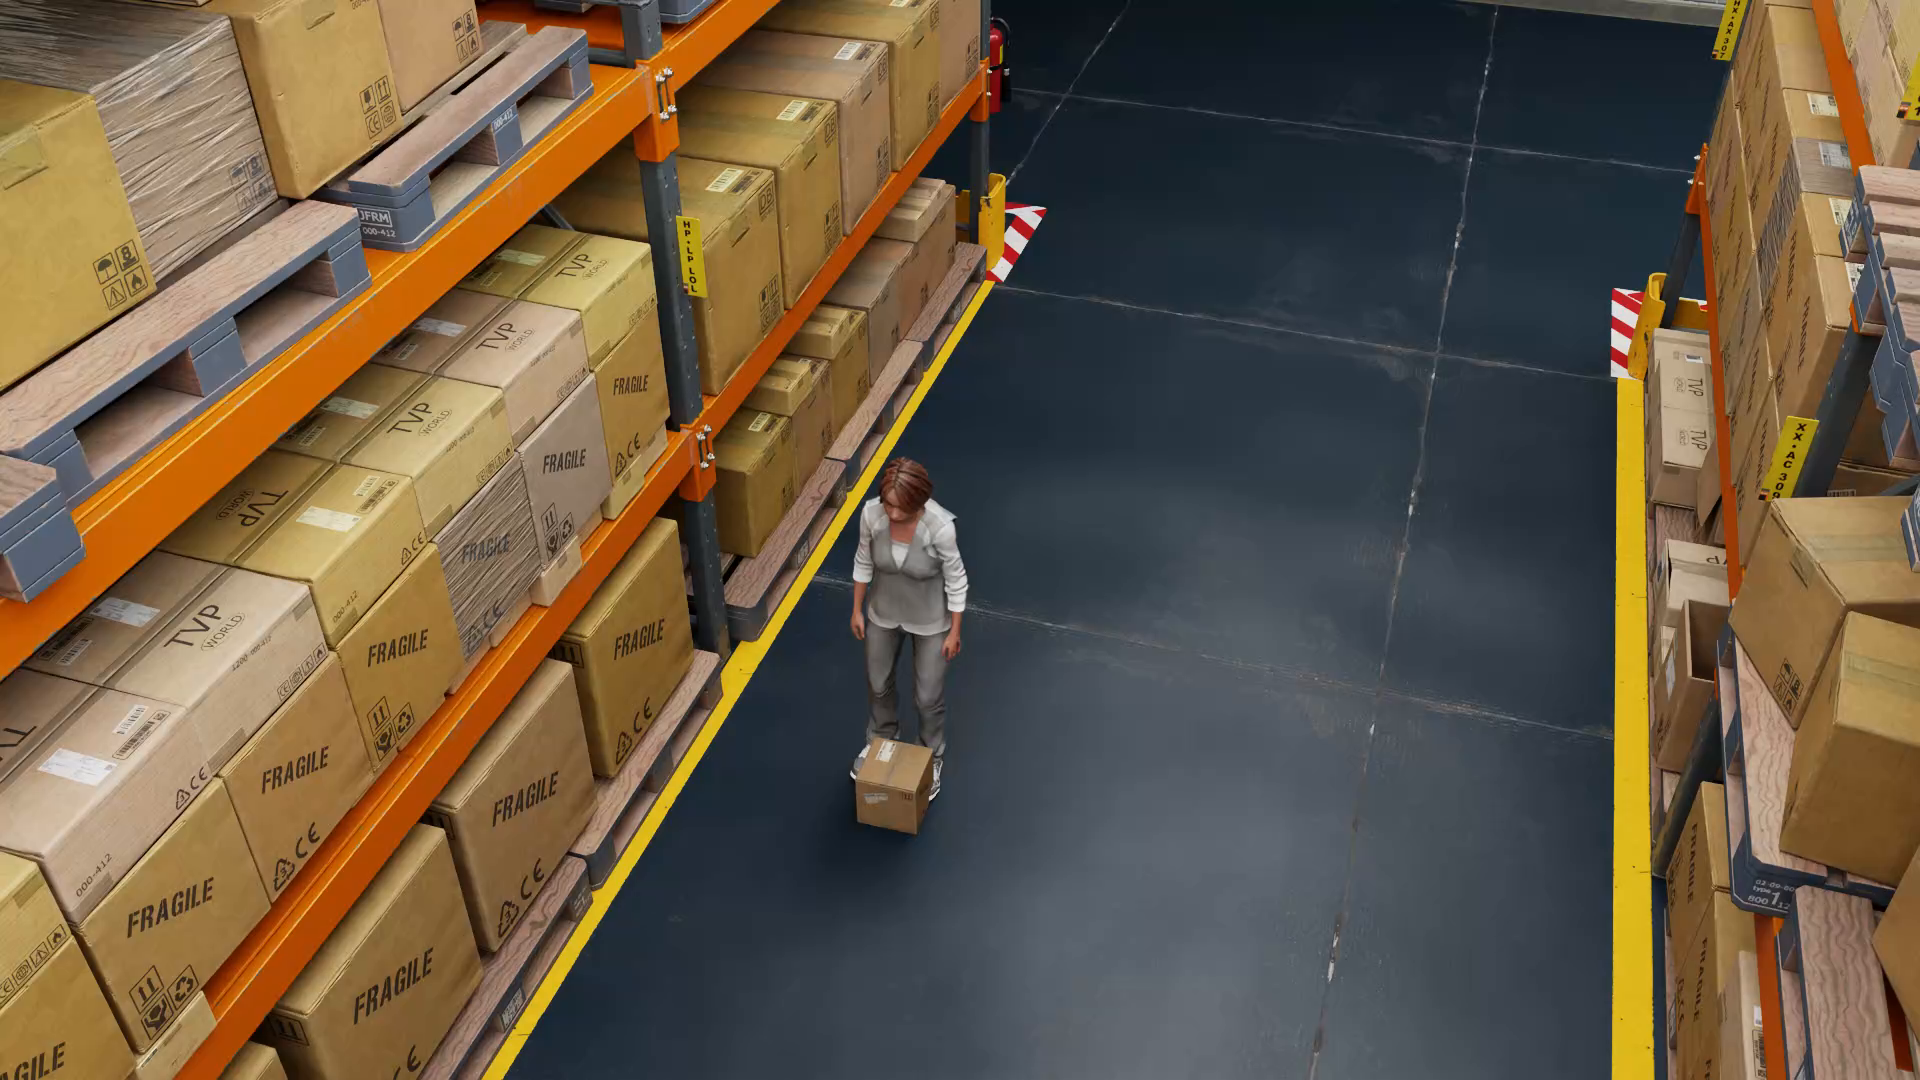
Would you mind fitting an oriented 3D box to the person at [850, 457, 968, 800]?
[{"bbox_3d":[-0.202,0.330,6.478,0.462,1.582,0.364,12,39,15],"label":"person"}]
